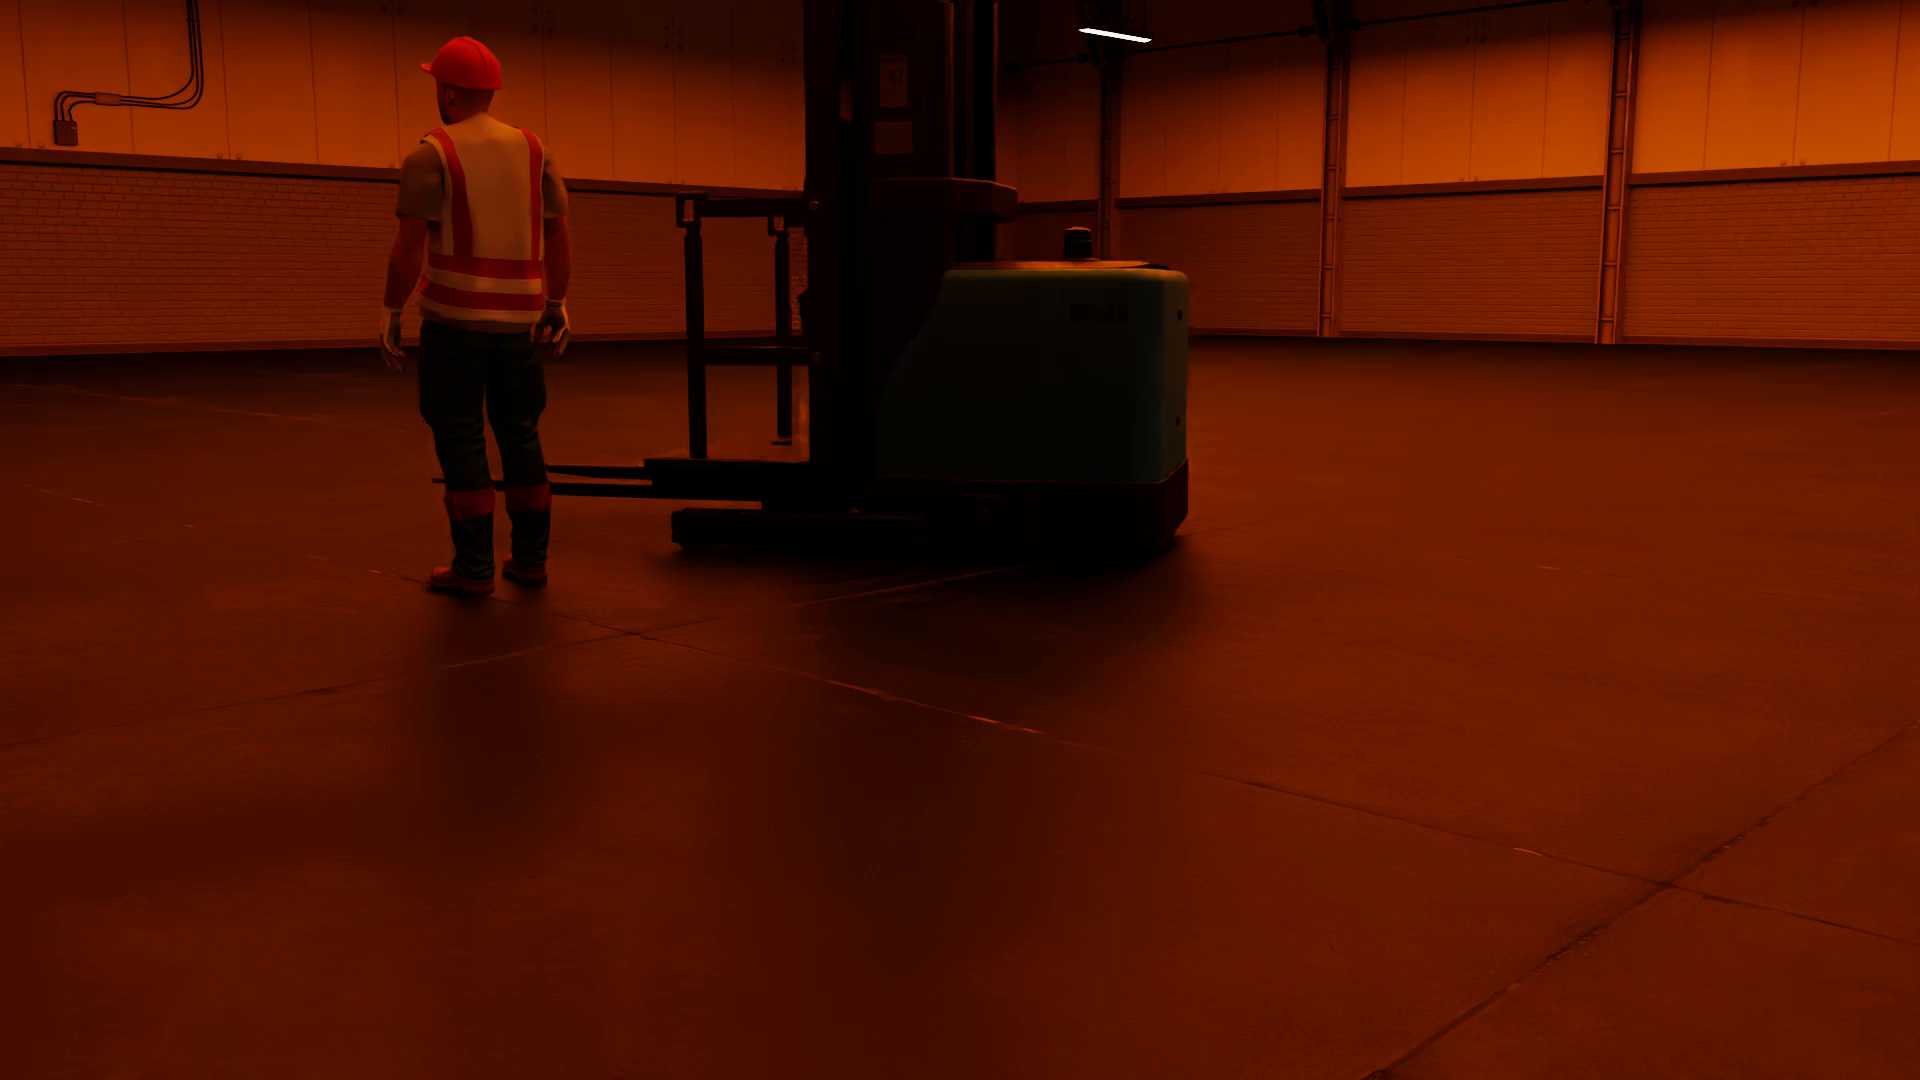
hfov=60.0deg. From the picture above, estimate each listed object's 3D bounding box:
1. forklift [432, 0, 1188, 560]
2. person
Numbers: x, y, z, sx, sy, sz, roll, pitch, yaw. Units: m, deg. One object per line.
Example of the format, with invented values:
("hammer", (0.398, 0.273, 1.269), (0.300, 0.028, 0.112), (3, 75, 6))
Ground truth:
("forklift", (-0.631, -1.470, 6.639), (3.031, 2.935, 1.130), (2, 9, 14))
("person", (-1.617, -0.722, 5.496), (0.660, 1.795, 0.521), (-8, 12, -43))
